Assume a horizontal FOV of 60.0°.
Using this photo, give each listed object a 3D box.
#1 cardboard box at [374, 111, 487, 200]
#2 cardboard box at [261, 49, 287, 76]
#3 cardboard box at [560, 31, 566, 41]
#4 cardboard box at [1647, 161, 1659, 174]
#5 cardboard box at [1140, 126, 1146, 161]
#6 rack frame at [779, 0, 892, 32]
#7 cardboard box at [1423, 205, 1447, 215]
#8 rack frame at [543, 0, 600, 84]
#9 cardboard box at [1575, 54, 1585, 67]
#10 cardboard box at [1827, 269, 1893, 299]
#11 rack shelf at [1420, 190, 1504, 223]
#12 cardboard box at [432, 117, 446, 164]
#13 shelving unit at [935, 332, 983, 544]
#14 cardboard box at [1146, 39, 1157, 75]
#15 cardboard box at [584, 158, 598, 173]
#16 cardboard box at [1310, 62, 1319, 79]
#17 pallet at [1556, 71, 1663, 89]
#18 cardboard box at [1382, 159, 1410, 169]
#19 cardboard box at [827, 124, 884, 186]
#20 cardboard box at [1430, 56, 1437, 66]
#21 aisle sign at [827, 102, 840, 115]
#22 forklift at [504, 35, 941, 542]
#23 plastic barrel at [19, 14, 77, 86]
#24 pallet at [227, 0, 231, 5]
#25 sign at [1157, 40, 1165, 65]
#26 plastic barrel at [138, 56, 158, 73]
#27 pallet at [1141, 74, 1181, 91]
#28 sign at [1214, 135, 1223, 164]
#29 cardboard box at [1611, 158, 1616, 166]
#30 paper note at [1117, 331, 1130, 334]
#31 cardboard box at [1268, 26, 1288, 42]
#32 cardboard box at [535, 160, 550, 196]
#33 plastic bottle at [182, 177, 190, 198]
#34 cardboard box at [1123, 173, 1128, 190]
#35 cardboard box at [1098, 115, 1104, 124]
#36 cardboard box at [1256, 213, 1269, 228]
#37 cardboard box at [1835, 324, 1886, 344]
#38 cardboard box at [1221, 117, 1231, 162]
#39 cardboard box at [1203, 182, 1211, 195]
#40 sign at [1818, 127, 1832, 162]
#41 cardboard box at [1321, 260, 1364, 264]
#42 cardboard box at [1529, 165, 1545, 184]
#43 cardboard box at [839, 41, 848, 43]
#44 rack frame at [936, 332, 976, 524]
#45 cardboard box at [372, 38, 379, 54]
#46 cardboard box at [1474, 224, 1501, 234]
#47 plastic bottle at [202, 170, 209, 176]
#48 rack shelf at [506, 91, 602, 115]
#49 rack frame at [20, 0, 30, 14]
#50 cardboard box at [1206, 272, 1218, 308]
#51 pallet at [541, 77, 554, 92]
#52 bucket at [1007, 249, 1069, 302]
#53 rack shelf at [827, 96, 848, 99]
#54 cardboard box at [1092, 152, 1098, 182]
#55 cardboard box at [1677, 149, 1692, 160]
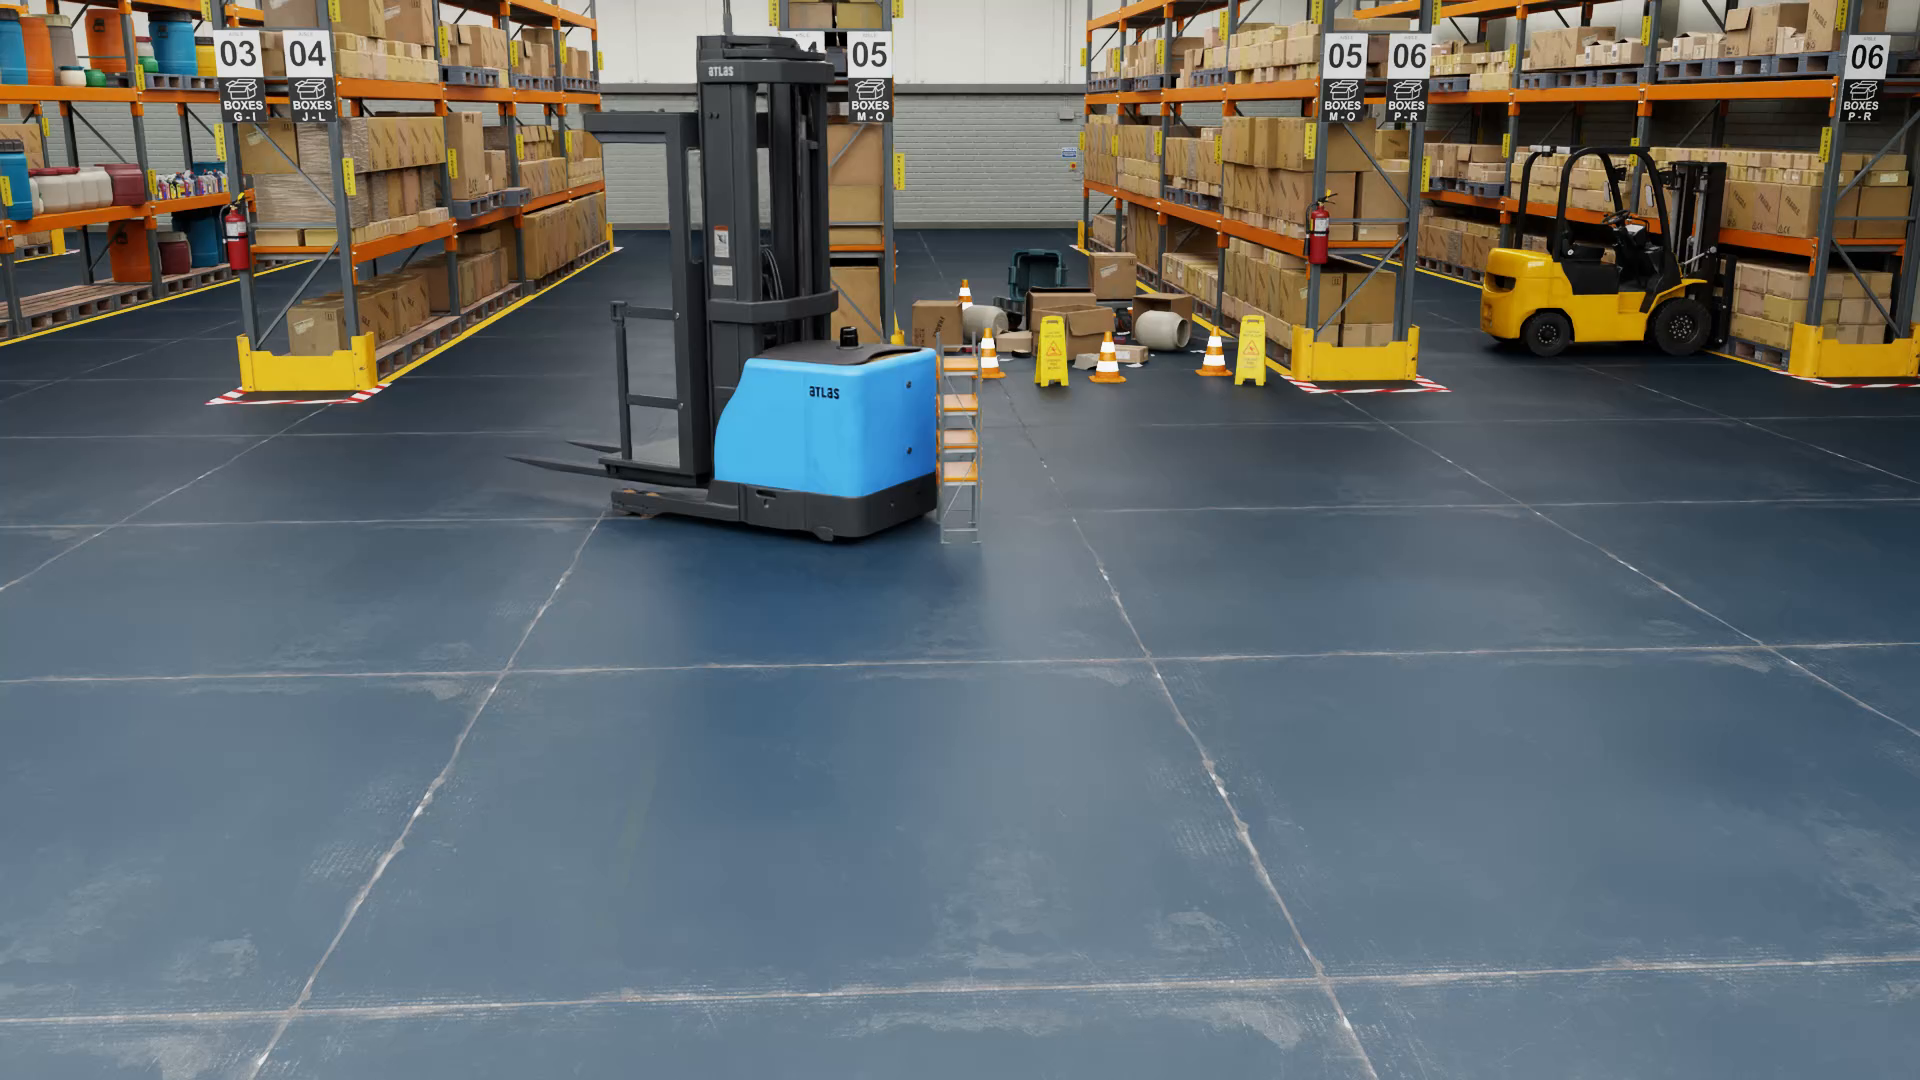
[{"bbox_3d":[-6.226,-4.546,19.628,1.000,1.000,1.000,-1,14,-3],"label":"cardboard box"},{"bbox_3d":[-6.352,-4.353,15.208,0.500,0.250,0.500,-1,14,-2],"label":"cardboard box"},{"bbox_3d":[-6.945,-8.450,28.080,0.500,0.250,0.500,-1,14,-5],"label":"cardboard box"},{"bbox_3d":[8.286,-4.362,19.457,0.380,0.149,0.250,-1,14,-4],"label":"cardboard box"},{"bbox_3d":[2.970,-5.908,24.762,0.500,0.500,0.500,-1,14,-3],"label":"cardboard box"},{"bbox_3d":[-1.112,-5.814,14.564,1.000,3.000,0.127,-1,14,-3],"label":"rack frame"},{"bbox_3d":[7.850,-5.431,27.389,0.380,0.149,0.250,-1,14,-4],"label":"cardboard box"},{"bbox_3d":[-7.060,-9.742,29.830,1.000,3.000,0.127,-1,14,-3],"label":"rack frame"},{"bbox_3d":[8.110,-6.126,21.257,0.380,0.149,0.250,-1,14,-4],"label":"cardboard box"},{"bbox_3d":[8.936,-2.566,16.650,0.500,0.250,0.500,-1,14,-4],"label":"cardboard box"},{"bbox_3d":[8.157,-5.227,25.764,1.077,0.370,4.000,-1,14,-3],"label":"rack shelf"},{"bbox_3d":[-6.014,-4.421,18.386,0.500,0.500,0.500,-1,14,-3],"label":"cardboard box"},{"bbox_3d":[-0.010,-0.622,10.037,0.258,1.200,0.503,-1,14,-3],"label":"shelving unit"},{"bbox_3d":[3.076,-6.948,23.946,0.700,0.500,0.500,-2,15,-6],"label":"cardboard box"},{"bbox_3d":[-6.734,-6.665,29.616,0.500,0.250,0.500,-1,14,-4],"label":"cardboard box"},{"bbox_3d":[3.521,-4.426,15.692,0.380,0.149,0.250,-1,14,-3],"label":"cardboard box"},{"bbox_3d":[8.484,-5.993,21.659,1.003,0.211,1.213,0,14,-1],"label":"pallet"},{"bbox_3d":[7.694,-6.515,29.033,0.500,0.250,0.500,-1,14,-4],"label":"cardboard box"},{"bbox_3d":[-1.096,-3.597,15.520,0.875,0.550,0.550,-1,14,-3],"label":"cardboard box"},{"bbox_3d":[7.675,-7.589,26.347,0.380,0.149,0.250,-1,14,-4],"label":"cardboard box"},{"bbox_3d":[-2.407,-8.161,30.506,0.394,0.787,0.004,-1,14,-3],"label":"aisle sign"},{"bbox_3d":[-1.640,-1.657,10.585,3.031,2.935,1.130,8,17,29],"label":"forklift"},{"bbox_3d":[-11.673,-6.258,21.305,0.600,0.901,0.600,0,14,0],"label":"plastic barrel"},{"bbox_3d":[-11.673,-8.180,24.942,1.003,0.211,1.213,-1,14,-3],"label":"pallet"},{"bbox_3d":[2.772,-6.735,22.966,0.100,0.325,0.005,-1,14,-3],"label":"sign"},{"bbox_3d":[-11.344,-6.618,23.179,0.294,0.245,0.294,0,14,0],"label":"plastic barrel"},{"bbox_3d":[3.234,-6.520,23.708,1.213,0.211,1.003,0,14,-1],"label":"pallet"},{"bbox_3d":[3.021,-4.556,19.392,0.100,0.325,0.005,-1,14,-3],"label":"sign"},{"bbox_3d":[8.289,-4.652,20.586,0.380,0.149,0.250,-1,14,-3],"label":"cardboard box"},{"bbox_3d":[1.905,-2.409,19.328,0.148,0.019,0.142,-1,14,-3],"label":"paper note"},{"bbox_3d":[3.378,-5.188,17.054,0.380,0.149,0.250,-1,14,-2],"label":"cardboard box"},{"bbox_3d":[-6.421,-5.400,24.795,0.500,0.500,0.500,-1,14,-3],"label":"cardboard box"},{"bbox_3d":[-11.238,-5.115,24.120,0.061,0.283,0.133,-1,14,-3],"label":"plastic bottle"},{"bbox_3d":[2.876,-5.680,26.383,0.500,0.250,0.500,-1,14,-5],"label":"cardboard box"},{"bbox_3d":[2.631,-7.357,29.093,0.380,0.149,0.250,-1,14,-5],"label":"cardboard box"},{"bbox_3d":[3.388,-3.420,17.802,0.380,0.149,0.250,-1,14,-4],"label":"cardboard box"},{"bbox_3d":[8.941,-2.085,16.785,0.500,0.250,0.500,-1,14,-3],"label":"cardboard box"},{"bbox_3d":[3.386,-4.569,18.961,0.700,0.500,0.500,-1,14,-4],"label":"cardboard box"},{"bbox_3d":[3.217,-4.340,20.536,0.380,0.149,0.250,-1,14,-4],"label":"cardboard box"},{"bbox_3d":[8.234,-3.758,15.815,0.100,0.325,0.005,-1,14,-3],"label":"sign"},{"bbox_3d":[3.987,-2.711,17.713,0.500,0.500,0.500,-1,14,-2],"label":"cardboard box"},{"bbox_3d":[8.094,-5.008,22.770,0.500,0.250,0.500,0,14,-2],"label":"cardboard box"},{"bbox_3d":[-1.013,-5.311,17.289,0.500,0.250,0.500,-1,14,-4],"label":"cardboard box"},{"bbox_3d":[-0.025,-0.683,10.273,0.240,1.200,0.015,-1,14,-3],"label":"rack frame"},{"bbox_3d":[-5.901,-4.827,16.247,0.380,0.149,0.250,-2,15,-6],"label":"cardboard box"},{"bbox_3d":[8.006,-4.703,25.158,0.380,0.149,0.250,0,14,-2],"label":"cardboard box"},{"bbox_3d":[-11.504,-5.470,25.364,0.144,0.351,0.185,-1,14,-3],"label":"plastic bottle"},{"bbox_3d":[-6.936,-7.443,28.360,1.077,0.370,4.000,-1,14,-3],"label":"rack shelf"},{"bbox_3d":[-16.947,-9.590,29.239,1.000,3.000,0.127,-1,14,-3],"label":"rack frame"},{"bbox_3d":[3.540,-3.066,20.355,0.950,0.372,0.625,-1,14,-3],"label":"cardboard box"},{"bbox_3d":[-6.706,-6.975,25.478,0.805,0.209,1.217,-1,15,-6],"label":"pallet"},{"bbox_3d":[0.950,-3.056,19.404,0.726,0.611,0.620,4,5,16],"label":"bucket"},{"bbox_3d":[-1.483,-5.505,20.827,1.077,0.370,4.000,-1,14,-3],"label":"rack shelf"},{"bbox_3d":[2.647,-6.662,29.699,0.500,0.500,0.500,-1,14,-4],"label":"cardboard box"},{"bbox_3d":[8.297,-4.313,18.670,0.380,0.149,0.250,-1,14,-2],"label":"cardboard box"}]
